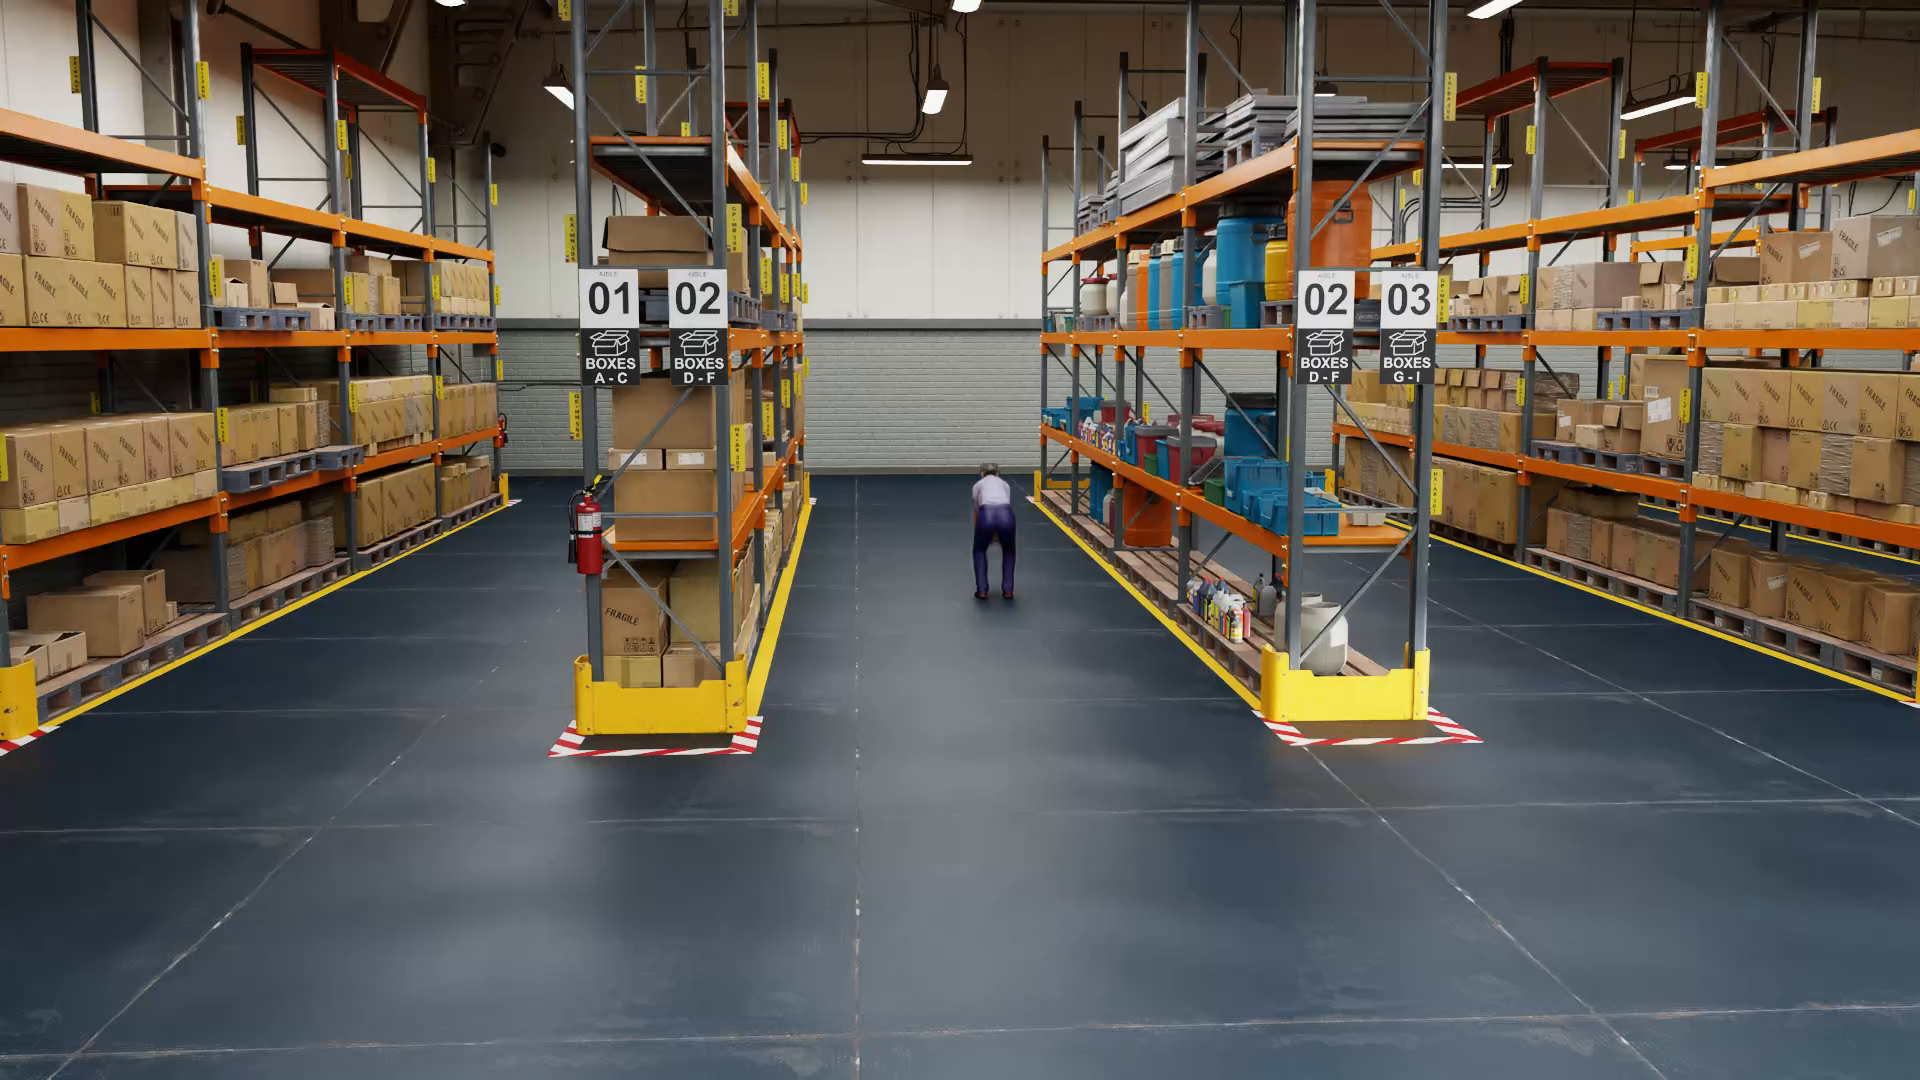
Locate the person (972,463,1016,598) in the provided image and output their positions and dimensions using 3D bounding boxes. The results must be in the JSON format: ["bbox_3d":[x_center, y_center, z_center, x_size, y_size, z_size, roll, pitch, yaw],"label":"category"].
[{"bbox_3d":[0.356,-0.100,17.714,0.459,1.393,0.766,-1,7,-5],"label":"person"}]
